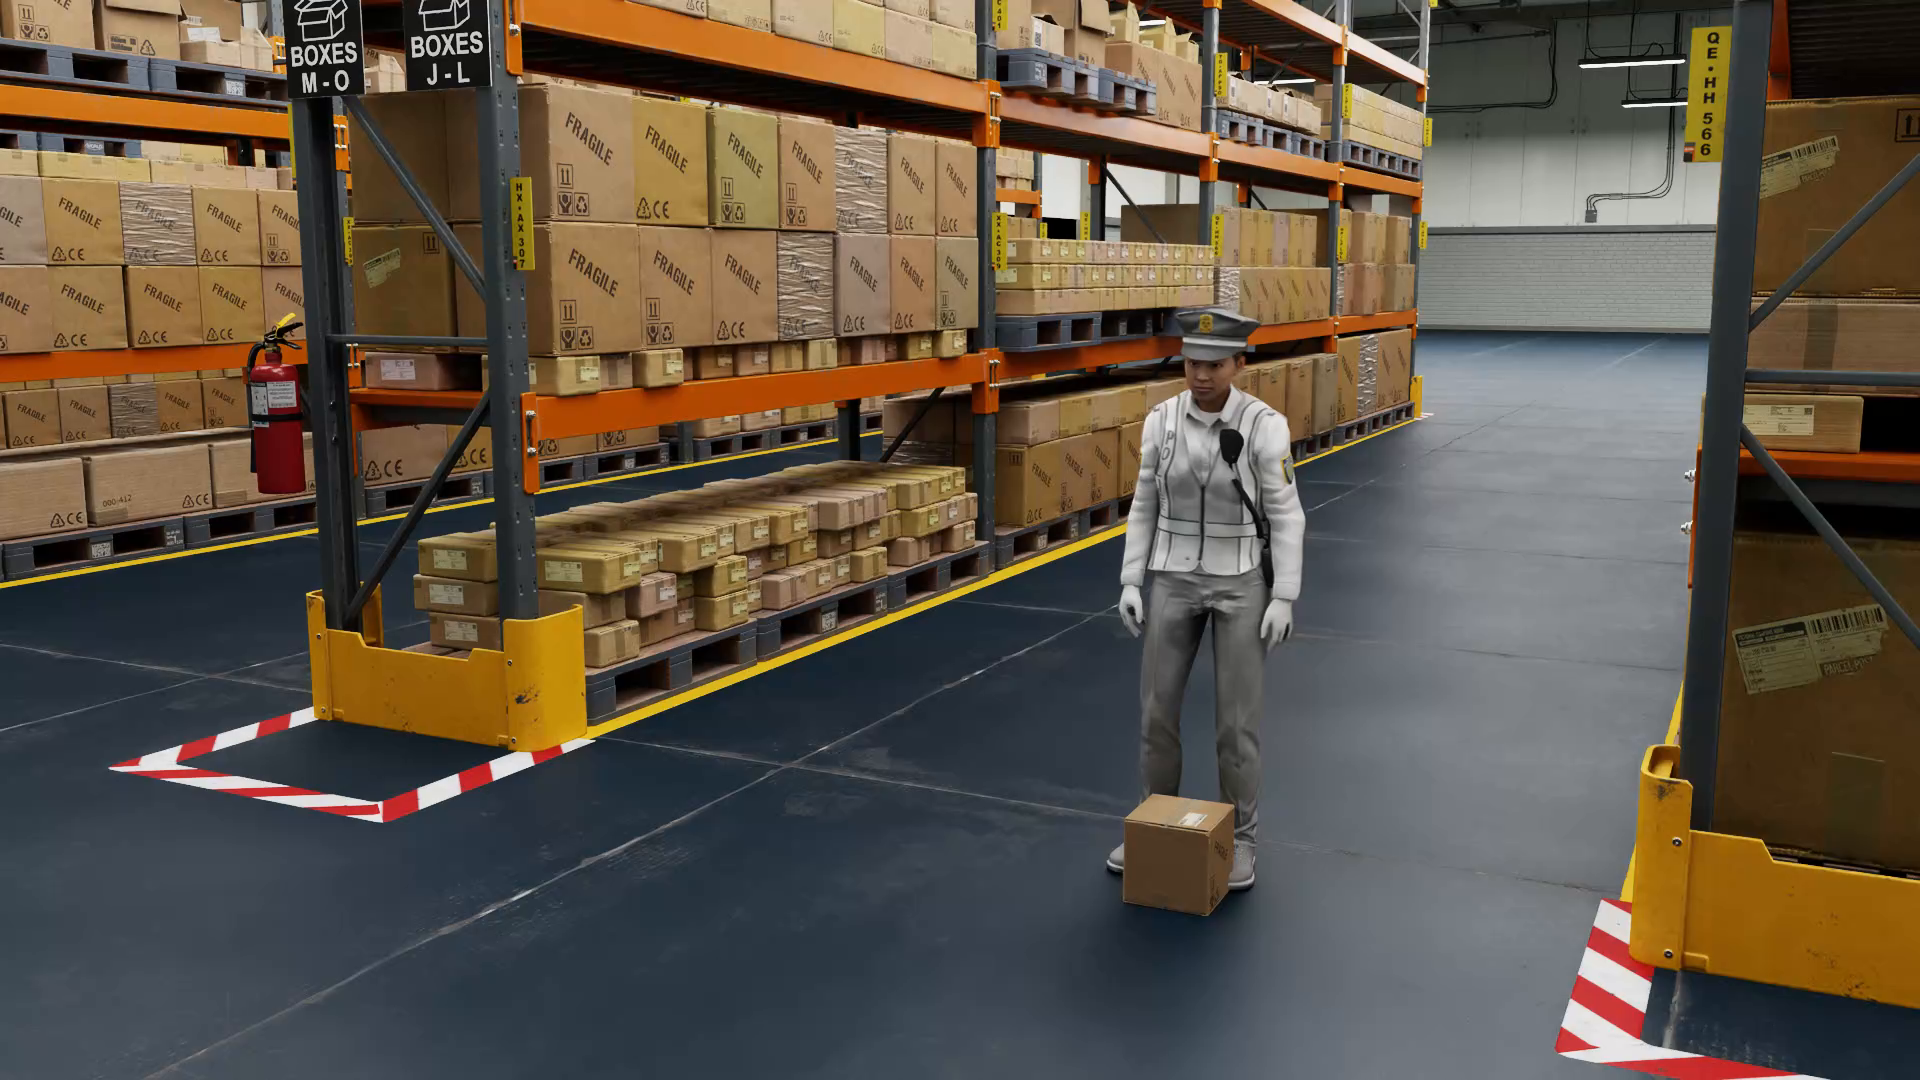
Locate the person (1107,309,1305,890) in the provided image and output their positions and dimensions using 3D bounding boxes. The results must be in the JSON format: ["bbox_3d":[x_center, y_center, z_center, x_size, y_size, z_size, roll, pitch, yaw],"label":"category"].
[{"bbox_3d":[0.724,0.164,4.845,0.535,1.663,0.379,4,10,25],"label":"person"}]
